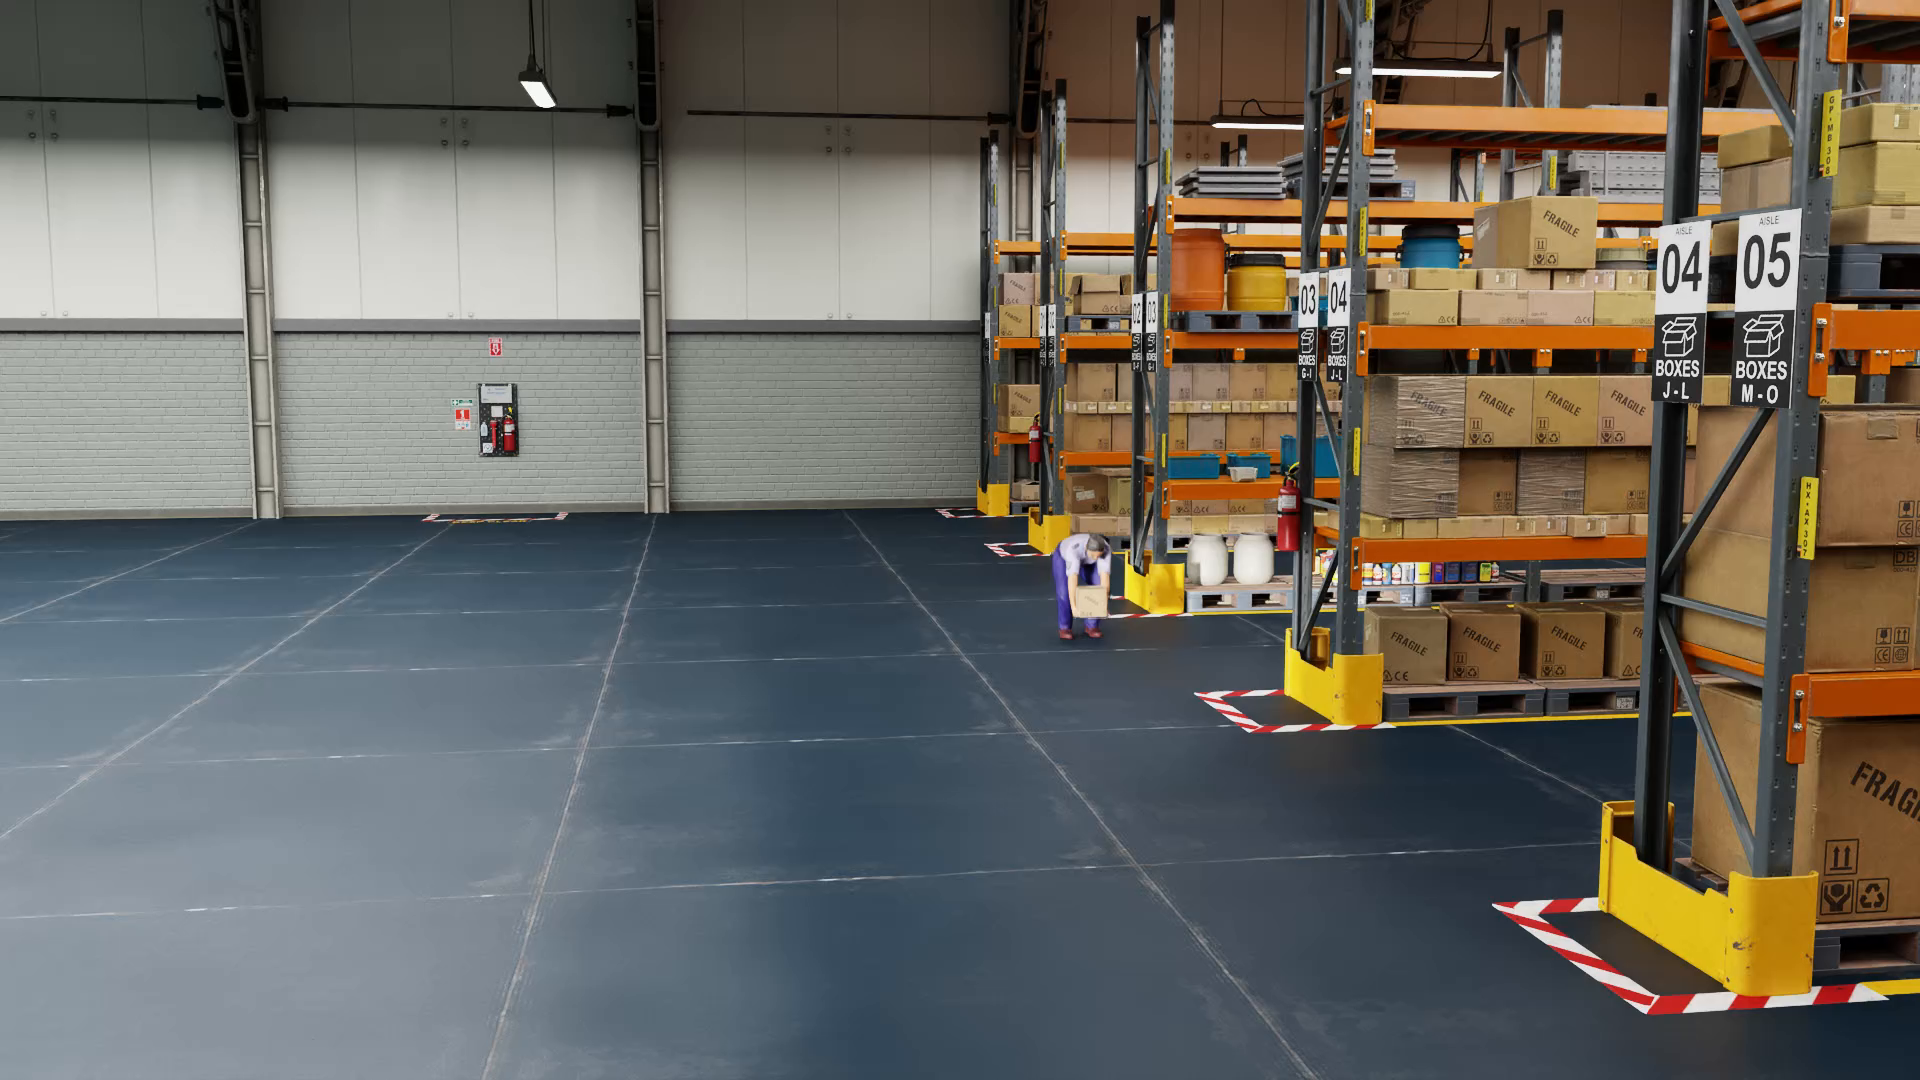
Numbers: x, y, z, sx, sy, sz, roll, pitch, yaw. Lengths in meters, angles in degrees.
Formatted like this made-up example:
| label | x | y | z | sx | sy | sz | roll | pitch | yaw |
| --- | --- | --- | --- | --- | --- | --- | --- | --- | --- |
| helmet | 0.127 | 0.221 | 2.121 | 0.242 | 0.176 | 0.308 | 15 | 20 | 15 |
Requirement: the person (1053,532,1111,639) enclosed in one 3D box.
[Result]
| label | x | y | z | sx | sy | sz | roll | pitch | yaw |
| --- | --- | --- | --- | --- | --- | --- | --- | --- | --- |
| person | 1.133 | 0.404 | 15.193 | 0.506 | 1.014 | 0.892 | -1 | 7 | -11 |
